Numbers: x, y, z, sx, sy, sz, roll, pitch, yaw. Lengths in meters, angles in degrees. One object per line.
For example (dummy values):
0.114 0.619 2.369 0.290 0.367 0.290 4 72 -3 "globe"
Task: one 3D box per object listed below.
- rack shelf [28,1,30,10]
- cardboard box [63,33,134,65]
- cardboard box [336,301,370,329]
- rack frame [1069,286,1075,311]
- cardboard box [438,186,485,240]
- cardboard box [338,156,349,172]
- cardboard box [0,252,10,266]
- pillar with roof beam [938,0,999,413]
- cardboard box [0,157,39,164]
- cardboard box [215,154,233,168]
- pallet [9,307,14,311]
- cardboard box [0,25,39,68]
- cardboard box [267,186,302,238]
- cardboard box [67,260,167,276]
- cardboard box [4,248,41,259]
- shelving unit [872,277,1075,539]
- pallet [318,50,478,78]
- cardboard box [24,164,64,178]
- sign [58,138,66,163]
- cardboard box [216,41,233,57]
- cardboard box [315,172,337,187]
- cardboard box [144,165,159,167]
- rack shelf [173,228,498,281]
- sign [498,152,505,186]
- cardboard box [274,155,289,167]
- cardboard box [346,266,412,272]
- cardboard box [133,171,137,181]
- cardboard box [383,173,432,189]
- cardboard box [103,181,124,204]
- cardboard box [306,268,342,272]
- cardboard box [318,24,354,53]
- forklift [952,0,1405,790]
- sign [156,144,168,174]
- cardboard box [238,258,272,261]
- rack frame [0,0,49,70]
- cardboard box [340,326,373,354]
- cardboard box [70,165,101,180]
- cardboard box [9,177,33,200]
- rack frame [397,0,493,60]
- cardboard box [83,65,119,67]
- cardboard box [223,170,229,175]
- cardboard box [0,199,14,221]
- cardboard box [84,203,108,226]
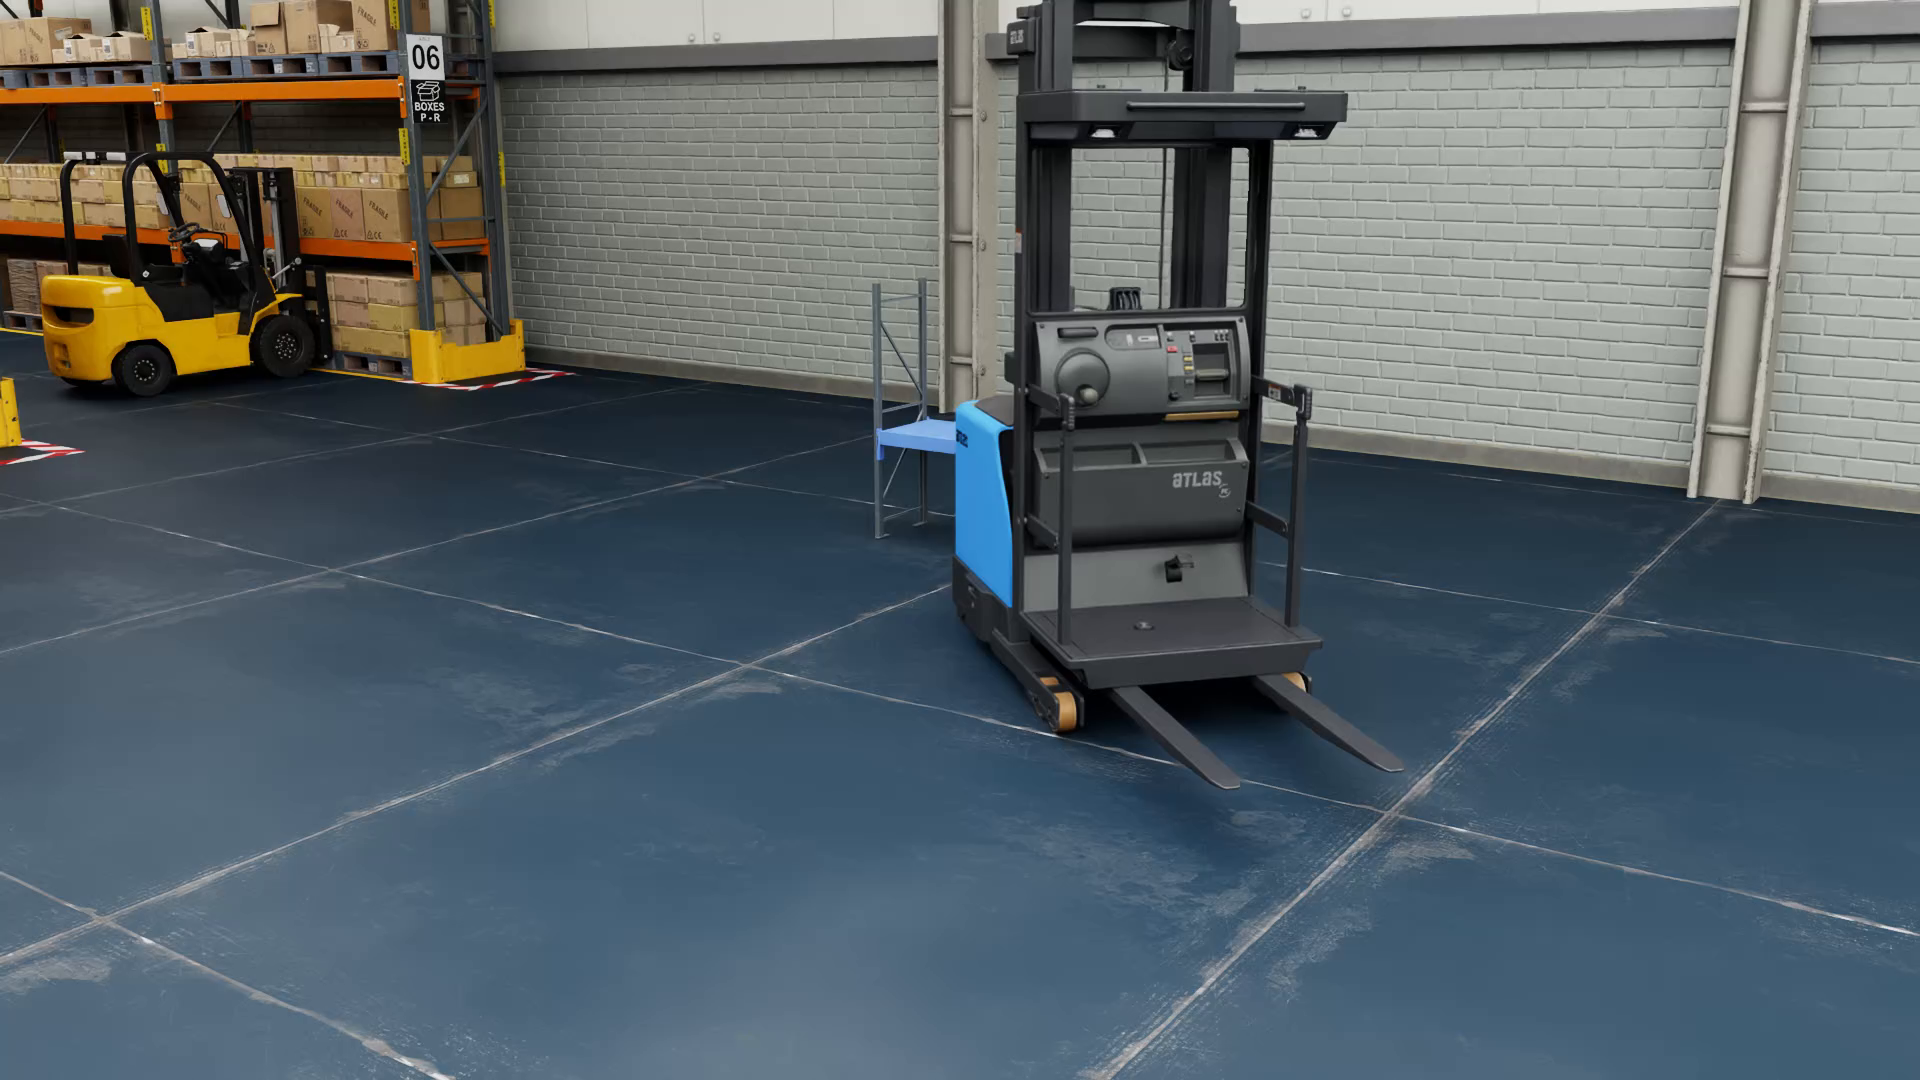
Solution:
-13.135 -6.791 20.860 4.000 0.370 1.077 9 17 33 "rack shelf"
-9.530 -5.435 18.395 0.500 0.311 0.500 9 16 31 "cardboard box"
-5.826 -2.266 16.541 0.500 0.250 0.500 9 17 32 "cardboard box"
0.493 -0.648 9.321 0.032 1.500 0.500 9 17 33 "rack frame"
-5.094 -3.252 16.509 0.500 0.500 0.500 10 17 35 "cardboard box"
-5.872 -3.700 16.351 0.250 0.149 0.380 9 17 33 "cardboard box"
-12.027 -3.475 20.598 0.250 0.149 0.380 8 16 30 "cardboard box"
-2.336 -4.604 9.693 0.400 9.000 9.100 9 17 33 "pillar with roof beam"
-11.815 -4.507 20.705 0.500 0.500 0.500 10 17 35 "cardboard box"
-7.574 -3.974 17.459 0.250 0.149 0.380 9 16 32 "cardboard box"
-12.074 -2.908 21.133 1.213 0.211 1.003 9 17 33 "pallet"
-11.011 -5.766 19.339 0.500 0.500 0.500 9 17 33 "cardboard box"
-6.666 -3.349 16.901 0.500 0.500 0.500 9 17 33 "cardboard box"
-9.860 -2.943 19.537 0.625 0.625 0.875 8 16 31 "cardboard box"
-11.940 -3.633 21.234 0.250 0.149 0.380 10 17 35 "cardboard box"
0.071 -0.717 9.597 1.048 1.500 0.538 9 17 33 "shelving unit"
-5.410 -4.595 16.083 1.213 0.211 1.003 9 17 33 "pallet"
-10.702 -4.319 19.470 0.250 0.149 0.380 9 17 33 "cardboard box"
-11.169 -4.828 20.673 0.005 0.325 0.100 9 17 33 "sign"
-7.316 -4.981 16.899 0.250 0.149 0.380 10 17 34 "cardboard box"
-6.139 -3.573 16.456 0.250 0.149 0.380 9 16 31 "cardboard box"
-9.144 -4.220 19.070 0.250 0.149 0.380 9 17 33 "cardboard box"
-6.497 -3.001 17.199 4.000 0.370 1.077 9 17 33 "rack shelf"
-4.523 -3.650 16.359 0.005 0.325 0.100 9 17 33 "sign"
-6.728 -3.837 16.904 0.250 0.149 0.380 9 17 33 "cardboard box"
-5.956 -2.674 17.149 0.500 0.250 0.500 9 17 32 "cardboard box"
-8.962 -4.057 18.412 0.250 0.149 0.380 9 17 33 "cardboard box"
-5.281 -3.436 15.901 0.250 0.149 0.380 9 17 34 "cardboard box"
-9.138 -3.870 18.487 0.500 0.250 0.500 9 16 31 "cardboard box"
-6.661 -2.638 17.005 0.500 0.250 0.500 9 16 32 "cardboard box"
-5.905 -4.809 15.964 0.258 0.266 0.396 9 17 33 "cardboard box"
0.826 -0.749 6.750 1.130 2.935 3.031 -4 14 -14 "forklift"
-8.451 -4.032 17.624 0.005 0.325 0.100 9 17 33 "sign"
-7.640 -2.945 18.245 0.500 0.250 0.500 10 17 34 "cardboard box"
-11.476 -7.066 19.642 0.127 3.000 1.000 9 17 33 "rack frame"
-5.811 -2.019 16.586 0.500 0.250 0.500 9 17 33 "cardboard box"
-9.904 -4.168 18.862 0.250 0.149 0.380 9 16 31 "cardboard box"
-10.829 -4.149 19.612 0.500 0.250 0.500 10 17 35 "cardboard box"
-4.837 -5.994 15.308 0.127 3.000 1.000 9 17 33 "rack frame"
-9.991 -5.572 19.252 0.250 0.166 0.380 9 17 33 "cardboard box"
-7.428 -3.774 17.270 0.250 0.149 0.380 10 17 34 "cardboard box"
-11.244 -3.973 19.944 0.500 0.250 0.500 9 17 33 "cardboard box"
-9.536 -3.700 18.838 0.500 0.250 0.500 9 17 33 "cardboard box"
